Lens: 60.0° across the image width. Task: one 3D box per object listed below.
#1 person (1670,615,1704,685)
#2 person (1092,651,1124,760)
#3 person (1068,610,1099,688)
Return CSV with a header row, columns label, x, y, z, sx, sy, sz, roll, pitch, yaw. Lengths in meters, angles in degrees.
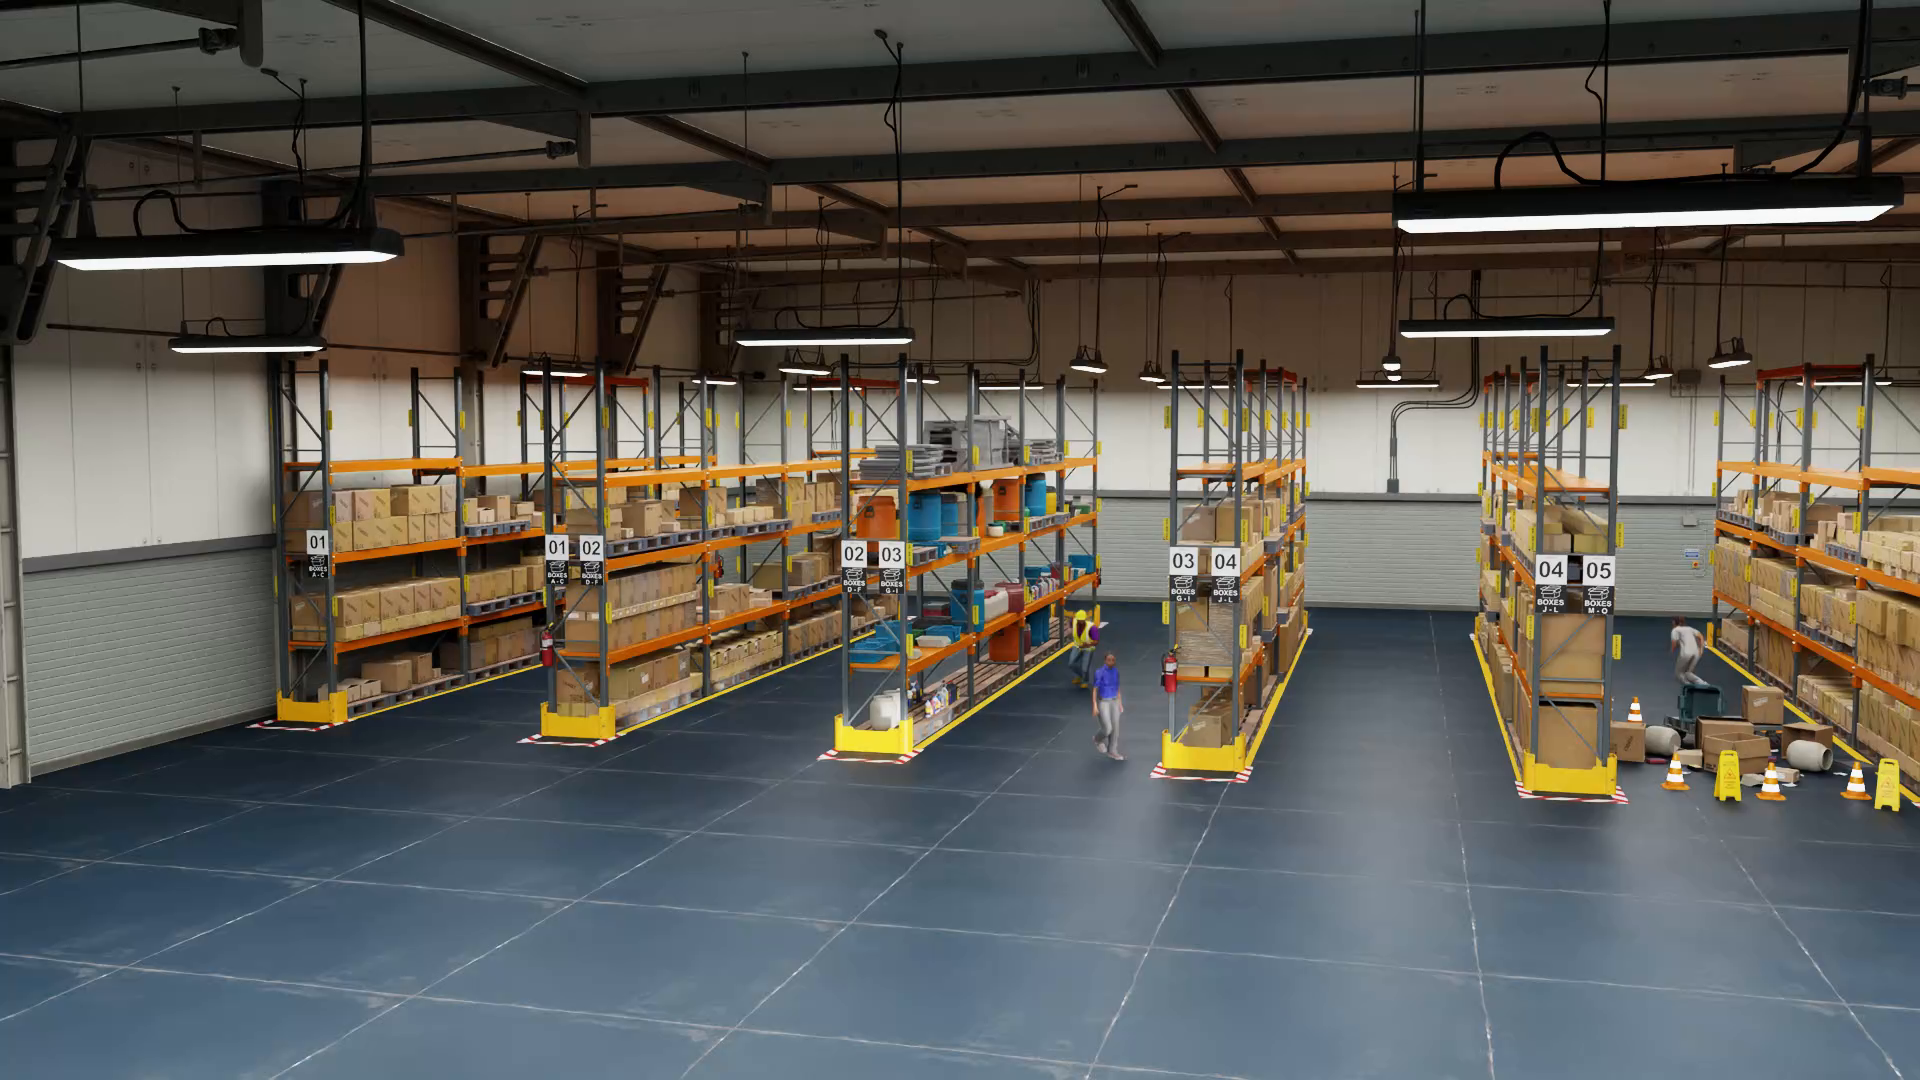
label,x,y,z,sx,sy,sz,roll,pitch,yaw
person,13.142,2.118,29.943,0.581,1.492,0.832,-1,4,-11
person,2.132,2.427,24.389,0.529,1.619,0.497,-3,5,-32
person,2.263,2.016,30.721,0.741,1.531,0.976,2,5,26
